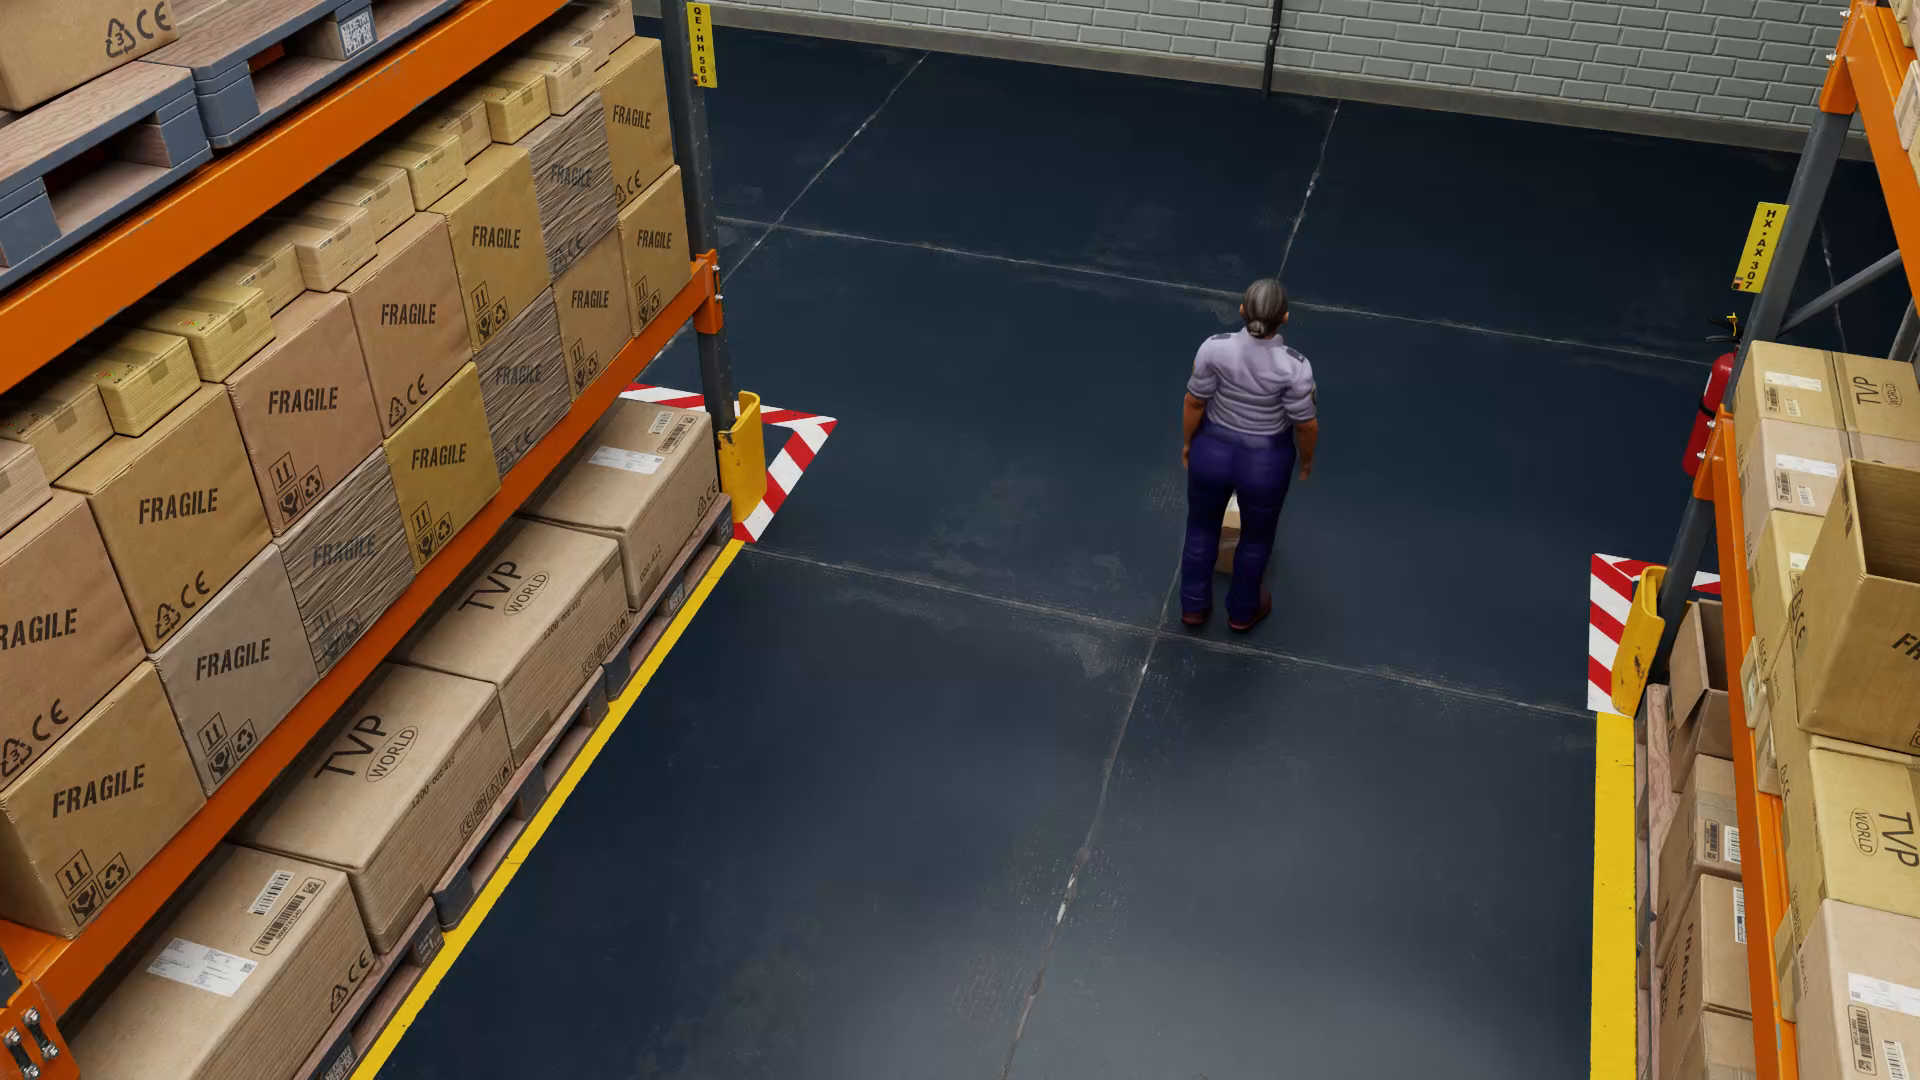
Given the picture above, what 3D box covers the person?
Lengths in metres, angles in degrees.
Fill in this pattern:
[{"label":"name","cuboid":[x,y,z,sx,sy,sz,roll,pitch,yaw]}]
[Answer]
[{"label":"person","cuboid":[1.136,-0.304,6.584,0.523,1.711,0.422,15,40,19]}]
